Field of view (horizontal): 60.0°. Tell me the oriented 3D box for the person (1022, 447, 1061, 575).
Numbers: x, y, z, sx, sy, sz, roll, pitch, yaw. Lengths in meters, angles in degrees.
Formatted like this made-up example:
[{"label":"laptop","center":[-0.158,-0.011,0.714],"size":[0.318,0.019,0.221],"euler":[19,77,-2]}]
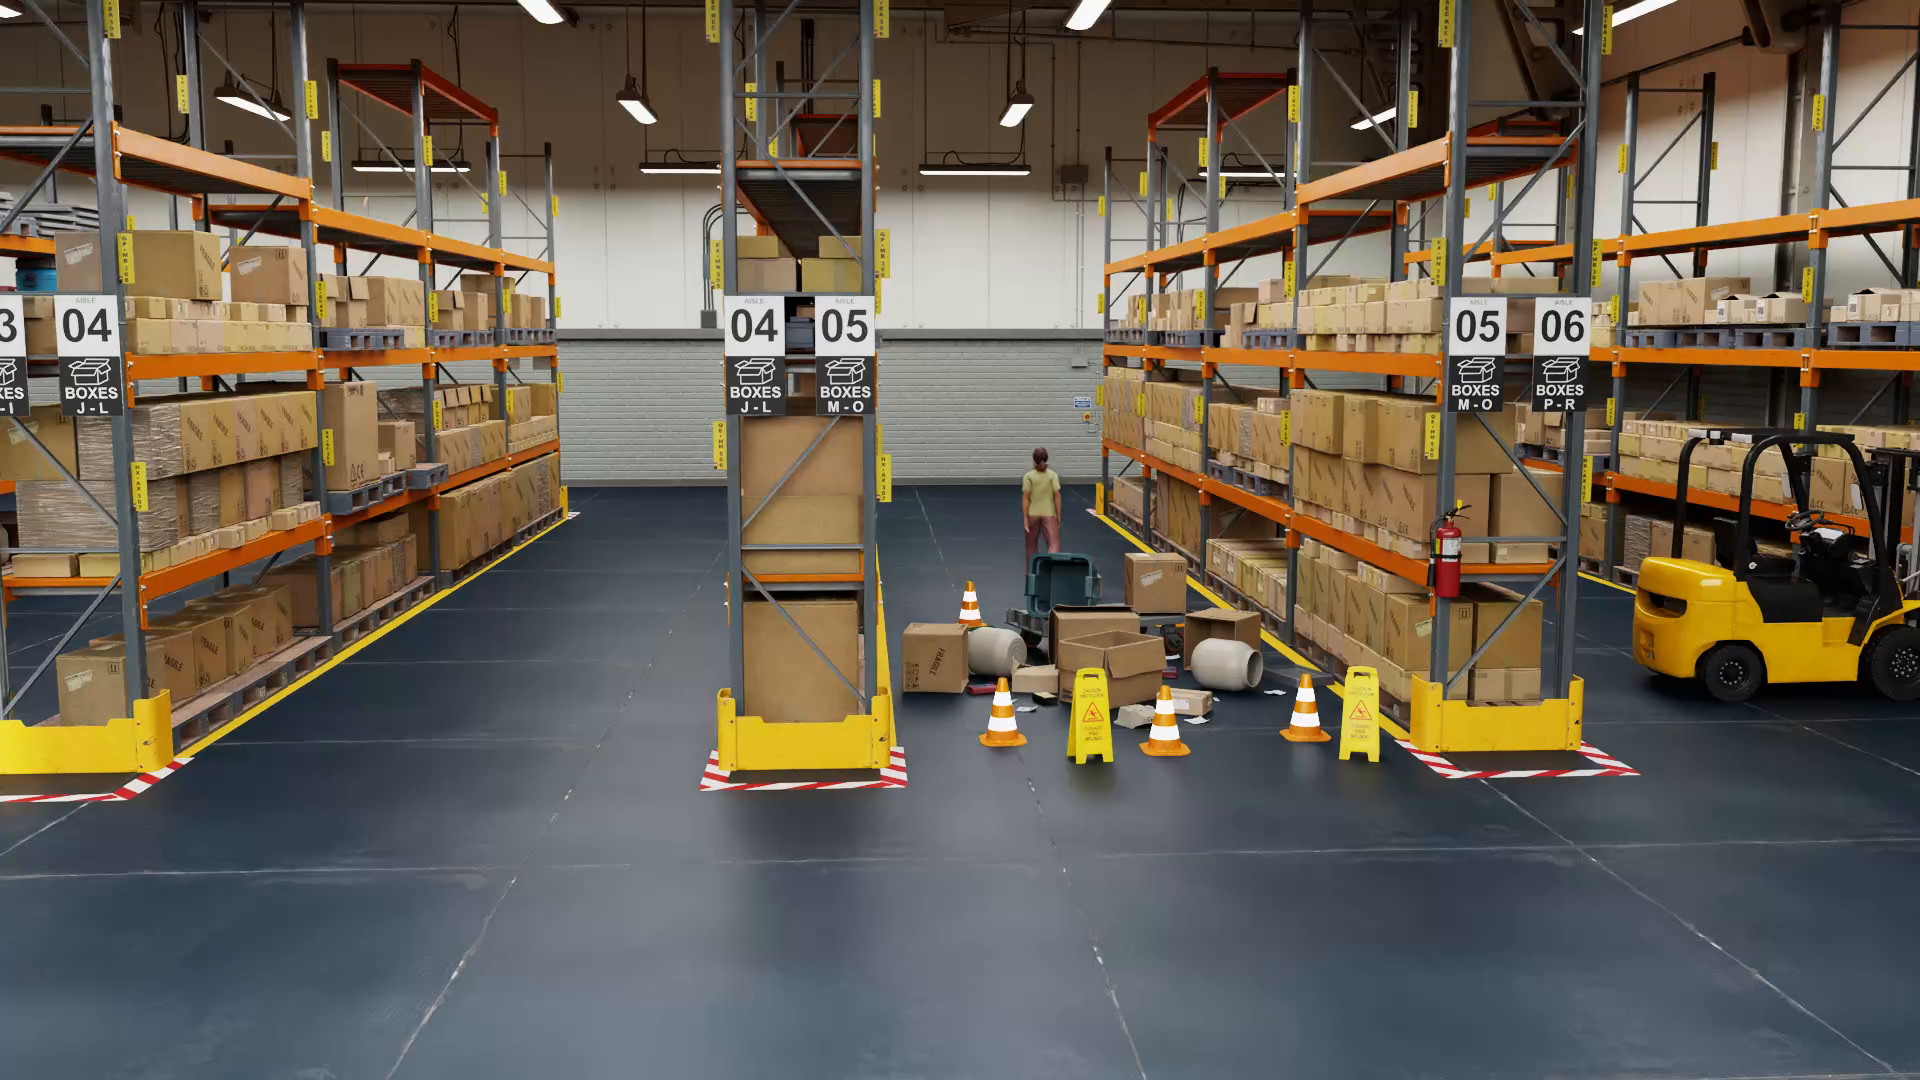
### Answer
[{"label":"person","center":[0.964,-0.231,19.119],"size":[0.513,1.652,0.873],"euler":[0,7,2]}]
